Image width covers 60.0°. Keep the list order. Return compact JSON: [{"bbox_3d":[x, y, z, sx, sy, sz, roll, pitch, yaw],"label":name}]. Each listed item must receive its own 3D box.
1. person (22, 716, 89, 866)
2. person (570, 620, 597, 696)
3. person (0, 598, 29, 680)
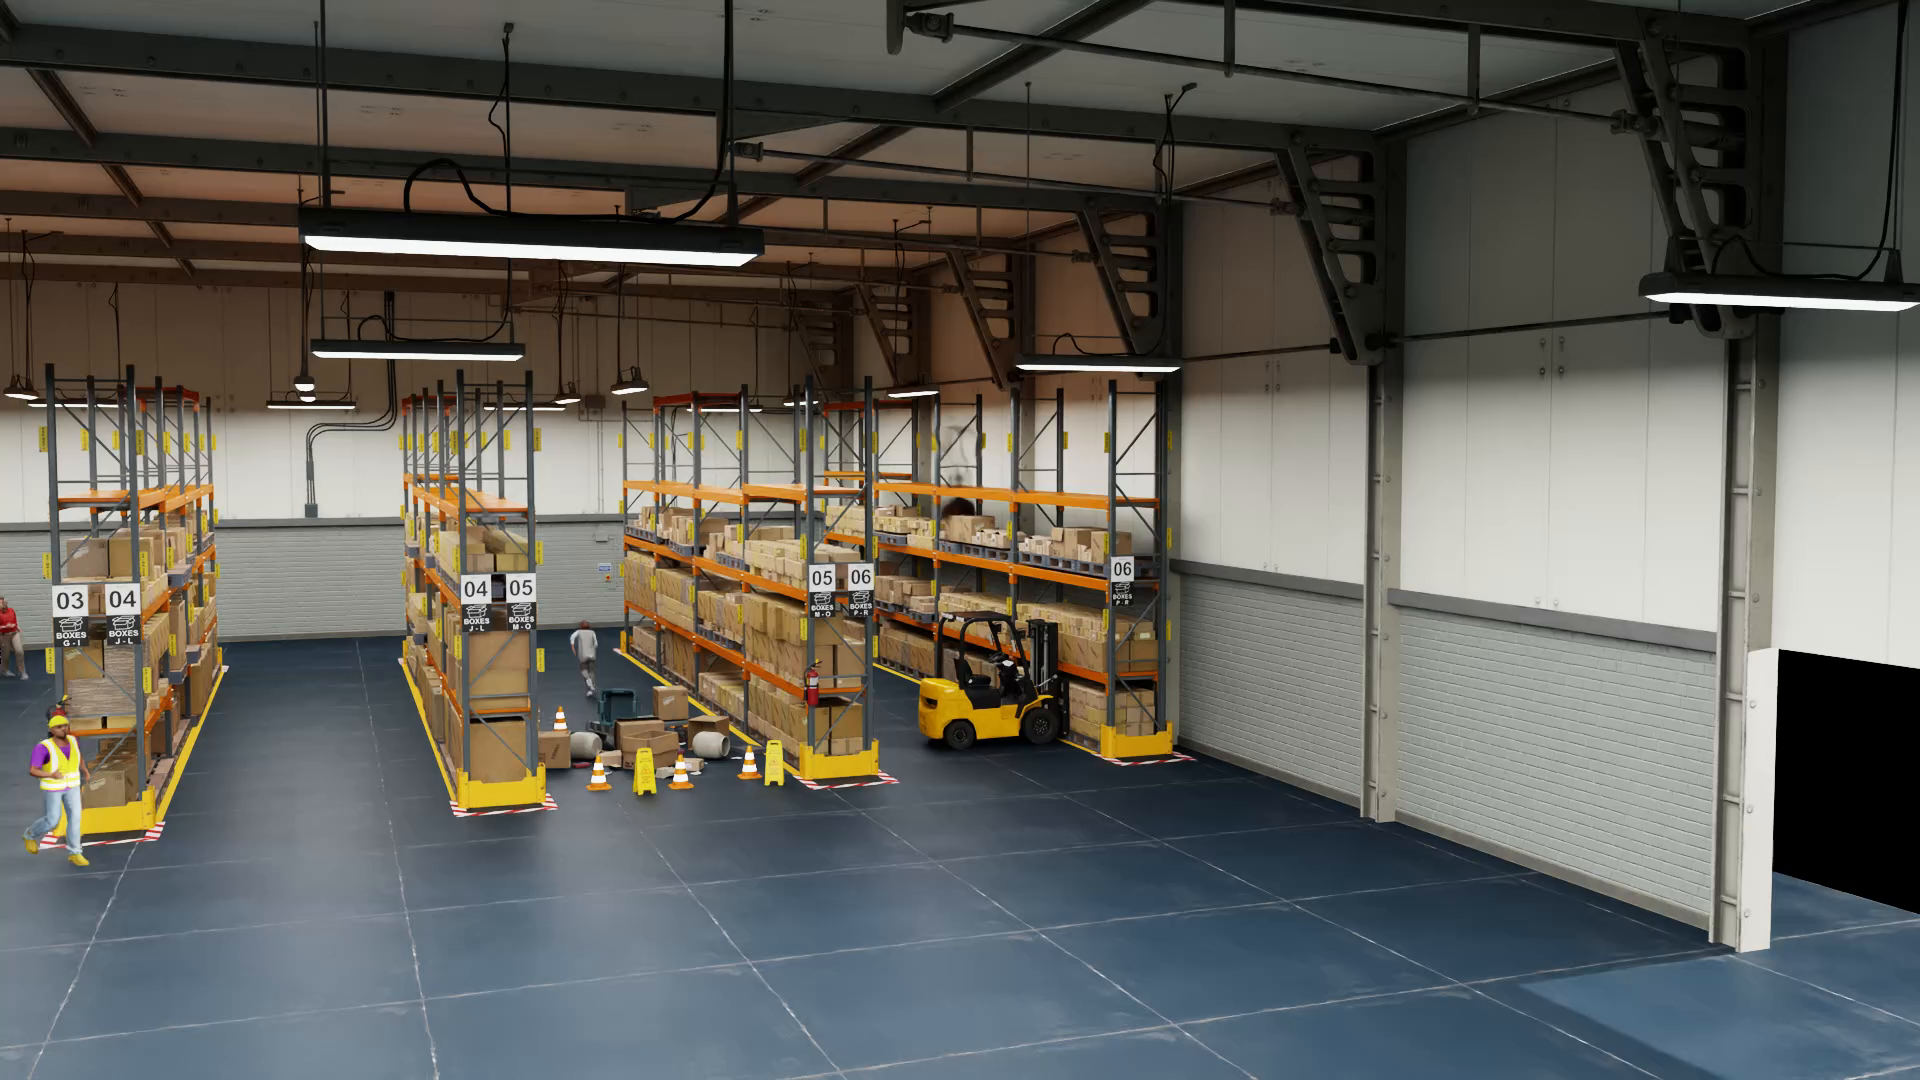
[{"bbox_3d":[-10.743,2.963,19.816,0.969,1.770,0.710,2,4,32],"label":"person"},{"bbox_3d":[-7.485,2.349,33.069,0.569,1.467,0.760,-2,4,-25],"label":"person"},{"bbox_3d":[-20.163,2.087,35.121,0.855,1.739,0.644,3,4,38],"label":"person"}]
